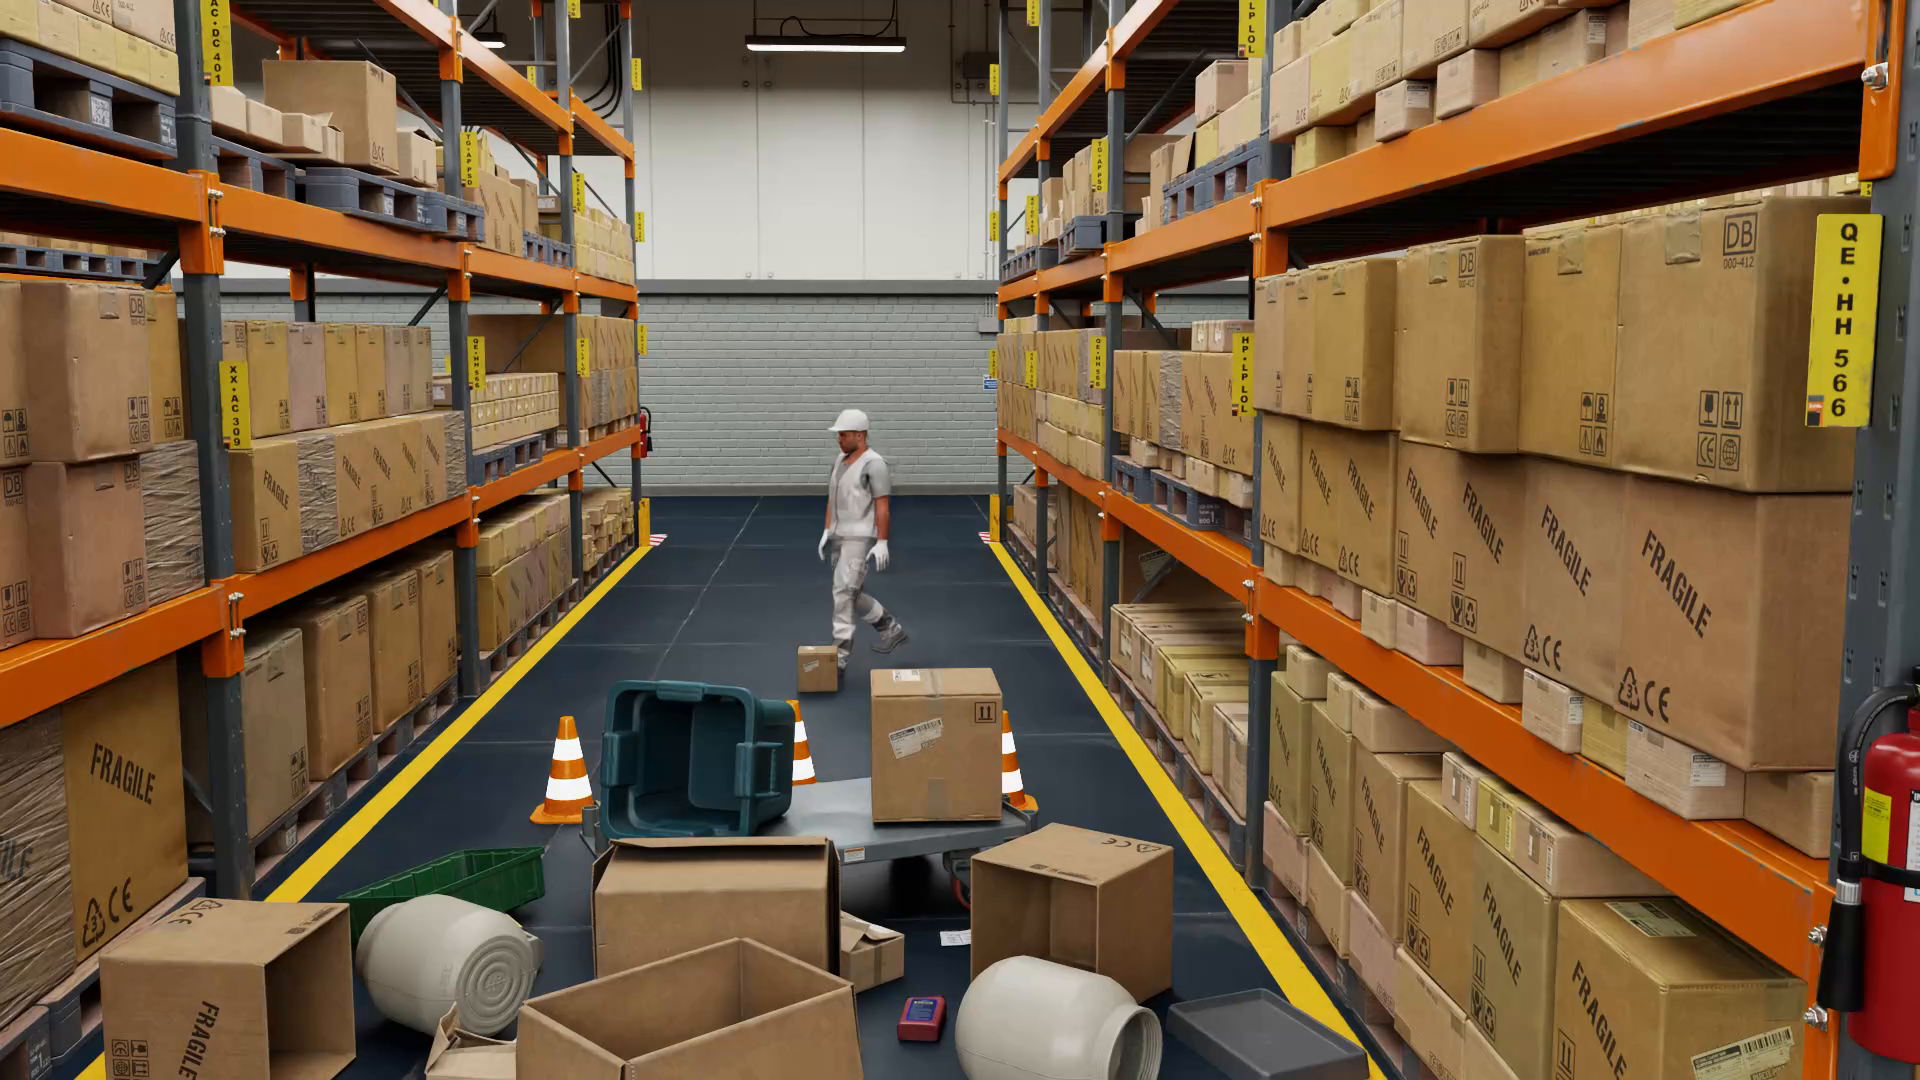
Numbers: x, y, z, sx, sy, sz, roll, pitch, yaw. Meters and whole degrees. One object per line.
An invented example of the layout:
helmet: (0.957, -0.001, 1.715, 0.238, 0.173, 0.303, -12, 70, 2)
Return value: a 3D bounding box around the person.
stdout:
person: (-12.838, 1.069, 2.388, 30.890, 1.722, 8.237, -5, 8, -34)
